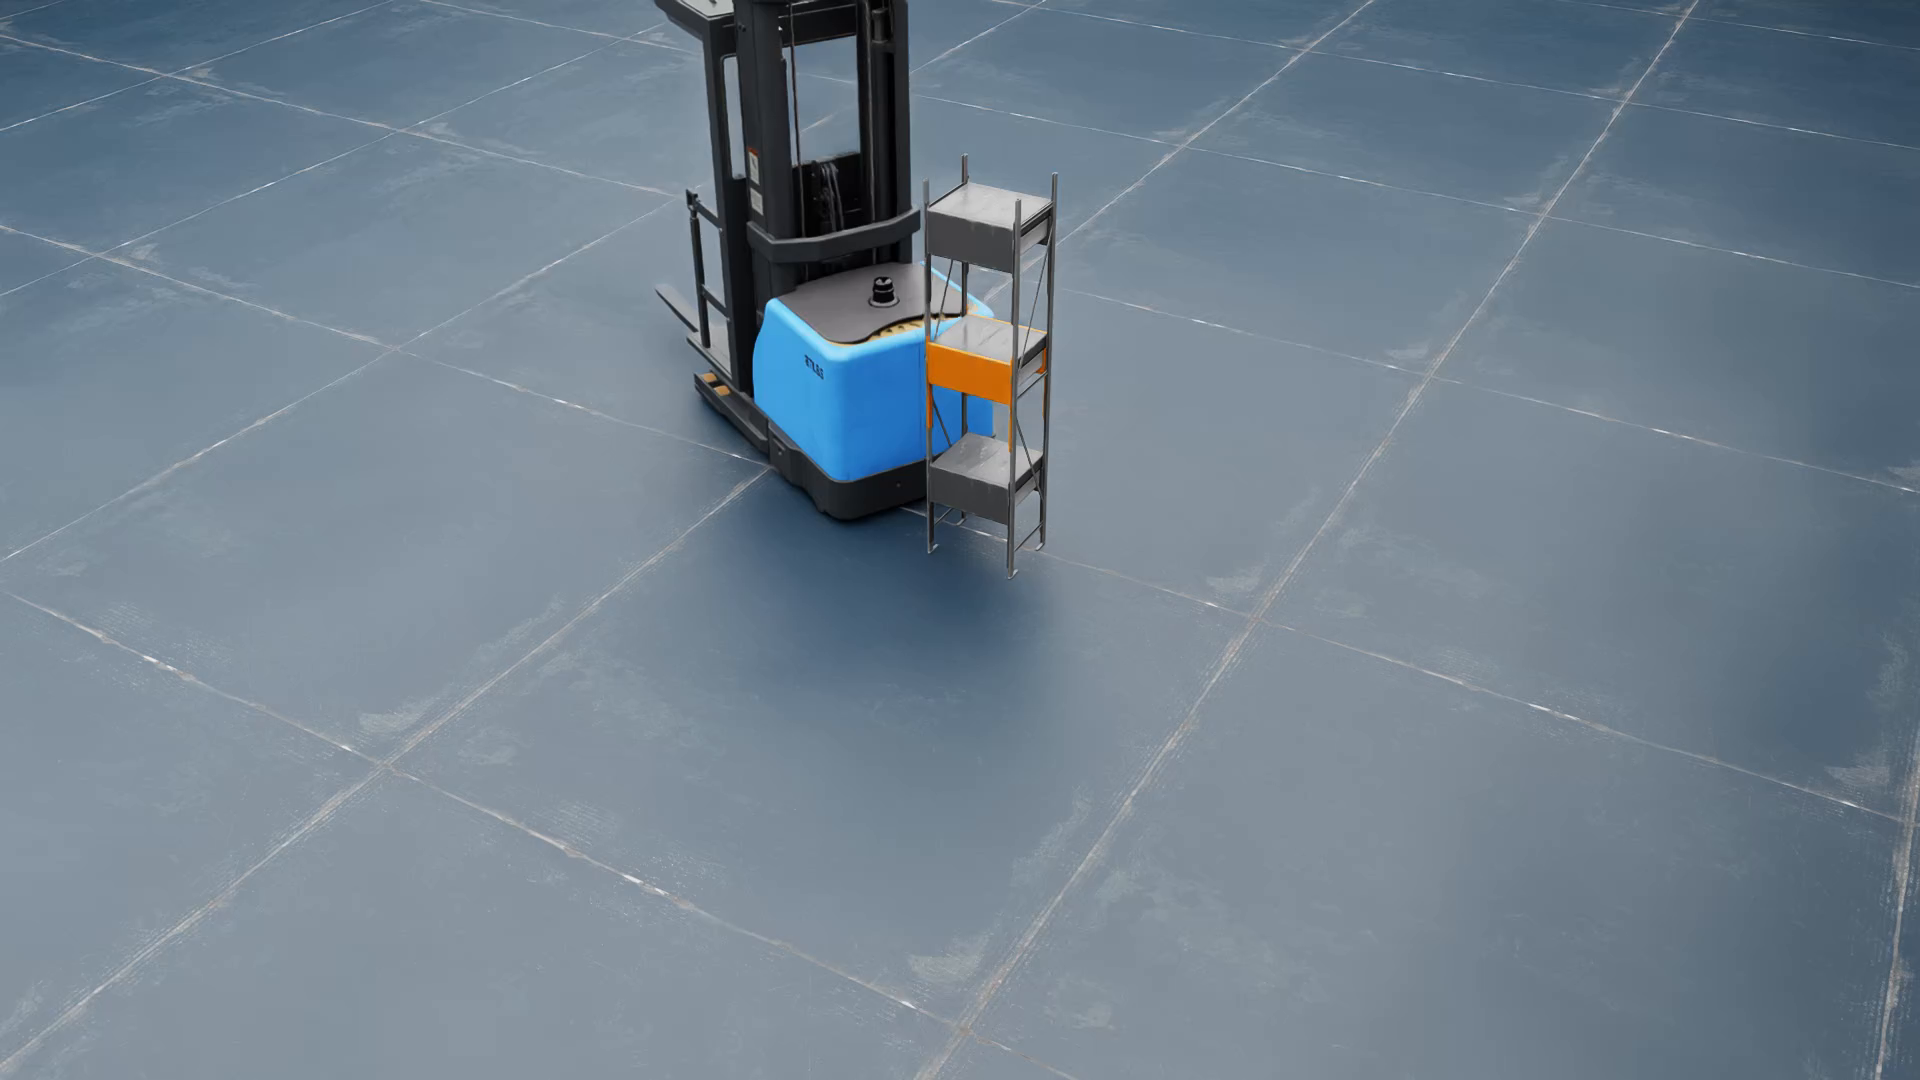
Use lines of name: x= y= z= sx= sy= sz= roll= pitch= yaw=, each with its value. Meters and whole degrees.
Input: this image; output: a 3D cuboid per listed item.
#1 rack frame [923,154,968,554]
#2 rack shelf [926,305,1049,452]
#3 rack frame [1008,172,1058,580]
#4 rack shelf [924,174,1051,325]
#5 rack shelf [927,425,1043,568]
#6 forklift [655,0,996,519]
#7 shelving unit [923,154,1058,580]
rack frame: x=-0.068 y=-0.896 z=8.471 sx=0.015 sy=2.100 sz=0.400 roll=18 pitch=37 yaw=24
rack shelf: x=0.144 y=-0.817 z=8.378 sx=0.480 sy=0.518 sz=0.431 roll=18 pitch=37 yaw=24
rack frame: x=0.356 y=-0.761 z=8.270 sx=0.015 sy=2.100 sz=0.400 roll=18 pitch=37 yaw=24
rack shelf: x=0.144 y=-1.400 z=7.990 sx=0.480 sy=0.518 sz=0.431 roll=18 pitch=37 yaw=24
rack shelf: x=0.144 y=-0.234 z=8.766 sx=0.480 sy=0.518 sz=0.431 roll=18 pitch=37 yaw=24
forklift: x=-0.987 y=-2.118 z=9.557 sx=1.130 sy=2.935 sz=3.031 roll=-18 pitch=38 yaw=-25
shelving unit: x=0.144 y=-0.828 z=8.371 sx=0.503 sy=2.100 sz=0.431 roll=18 pitch=37 yaw=24
